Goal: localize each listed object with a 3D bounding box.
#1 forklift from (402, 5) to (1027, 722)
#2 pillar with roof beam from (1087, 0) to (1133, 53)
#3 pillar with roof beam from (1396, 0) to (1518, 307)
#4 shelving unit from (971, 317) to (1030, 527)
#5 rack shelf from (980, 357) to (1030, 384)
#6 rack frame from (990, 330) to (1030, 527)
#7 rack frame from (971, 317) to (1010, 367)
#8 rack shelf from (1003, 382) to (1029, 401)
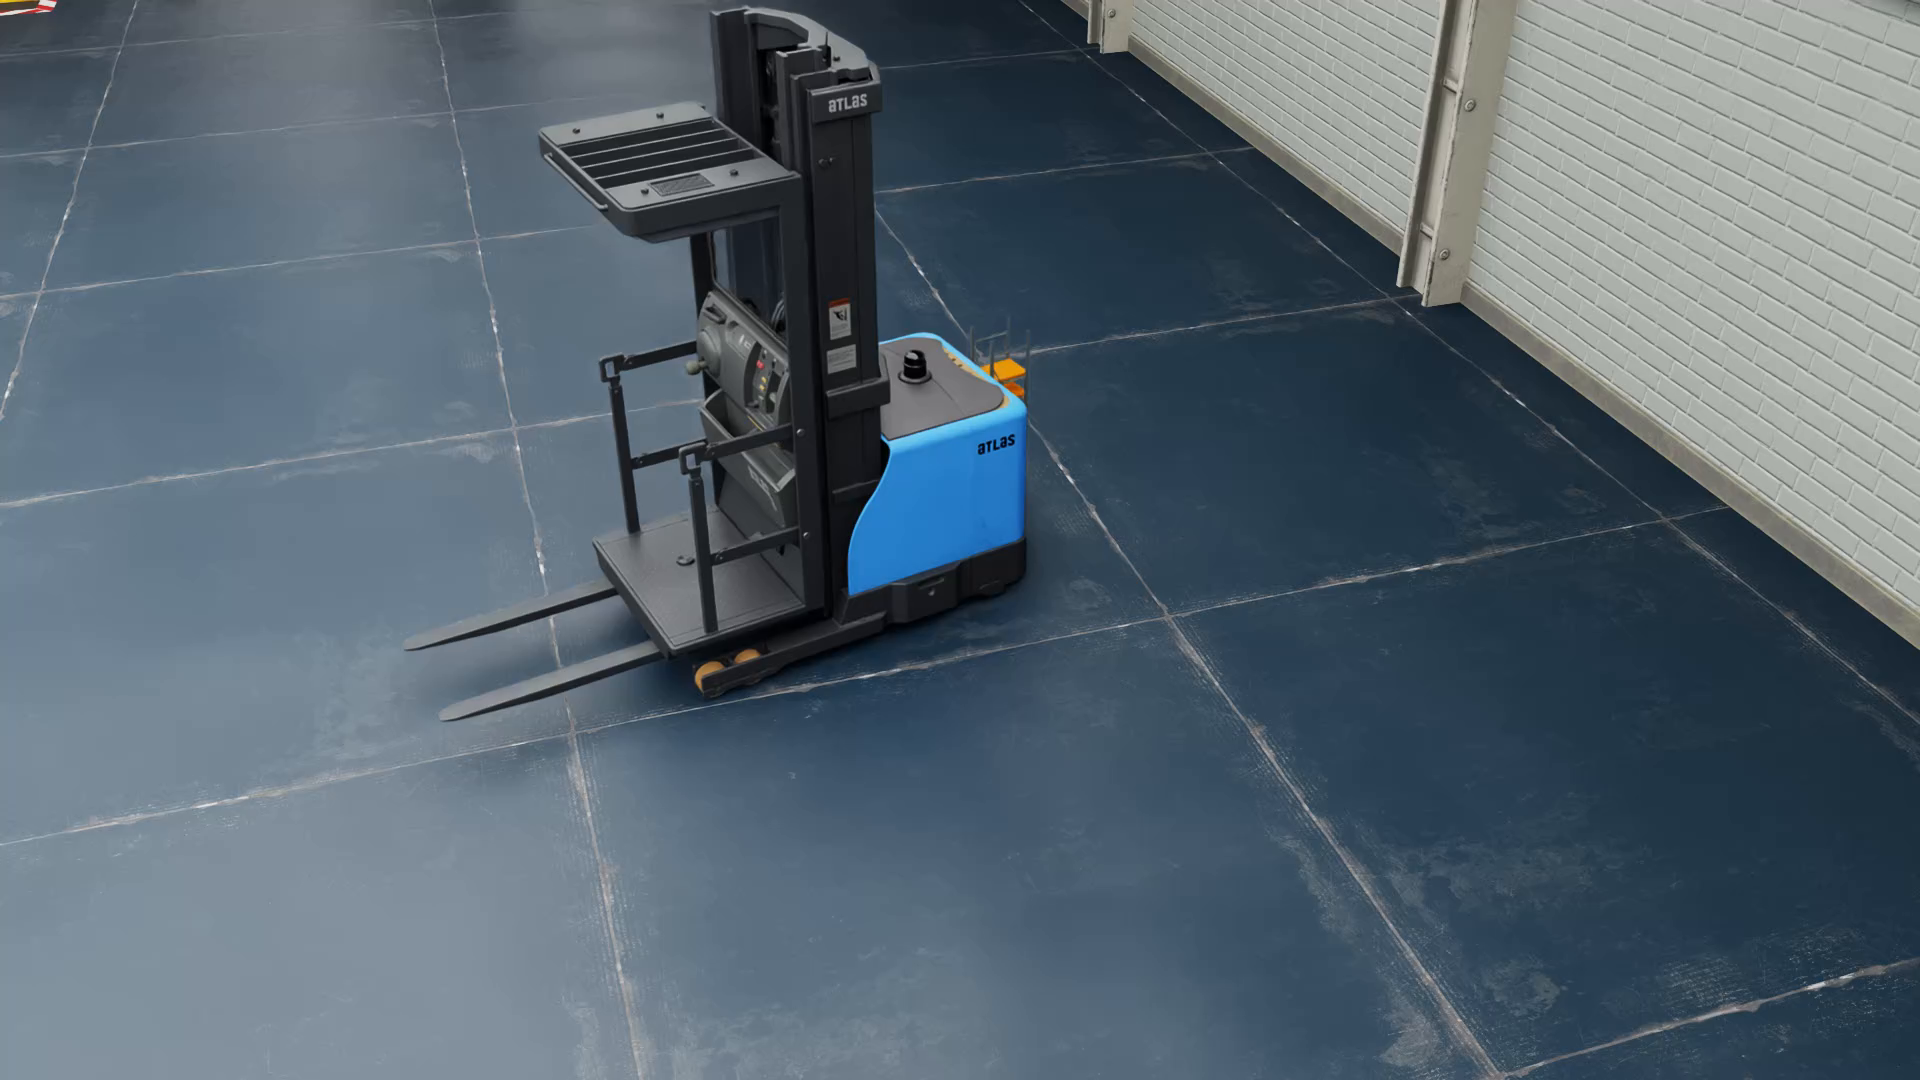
[{"bbox_3d":[-1.187,-0.807,7.632,3.031,2.935,1.130,-18,37,-25],"label":"forklift"},{"bbox_3d":[-2.625,-7.922,12.896,9.100,9.000,0.400,-10,35,-15],"label":"pillar with roof beam"},{"bbox_3d":[-0.795,-4.772,8.129,9.100,9.000,0.400,-10,35,-15],"label":"pillar with roof beam"},{"bbox_3d":[0.207,-0.582,8.862,0.258,1.200,0.189,-19,38,-26],"label":"shelving unit"},{"bbox_3d":[0.207,-0.846,8.688,0.258,0.103,0.180,-19,38,-26],"label":"rack shelf"},{"bbox_3d":[0.255,-0.540,8.798,0.240,1.200,0.006,-19,38,-26],"label":"rack frame"},{"bbox_3d":[0.159,-0.625,8.927,0.240,1.200,0.006,-19,38,-26],"label":"rack frame"},{"bbox_3d":[0.207,-0.746,8.755,0.258,0.103,0.180,-19,38,-26],"label":"rack shelf"}]
